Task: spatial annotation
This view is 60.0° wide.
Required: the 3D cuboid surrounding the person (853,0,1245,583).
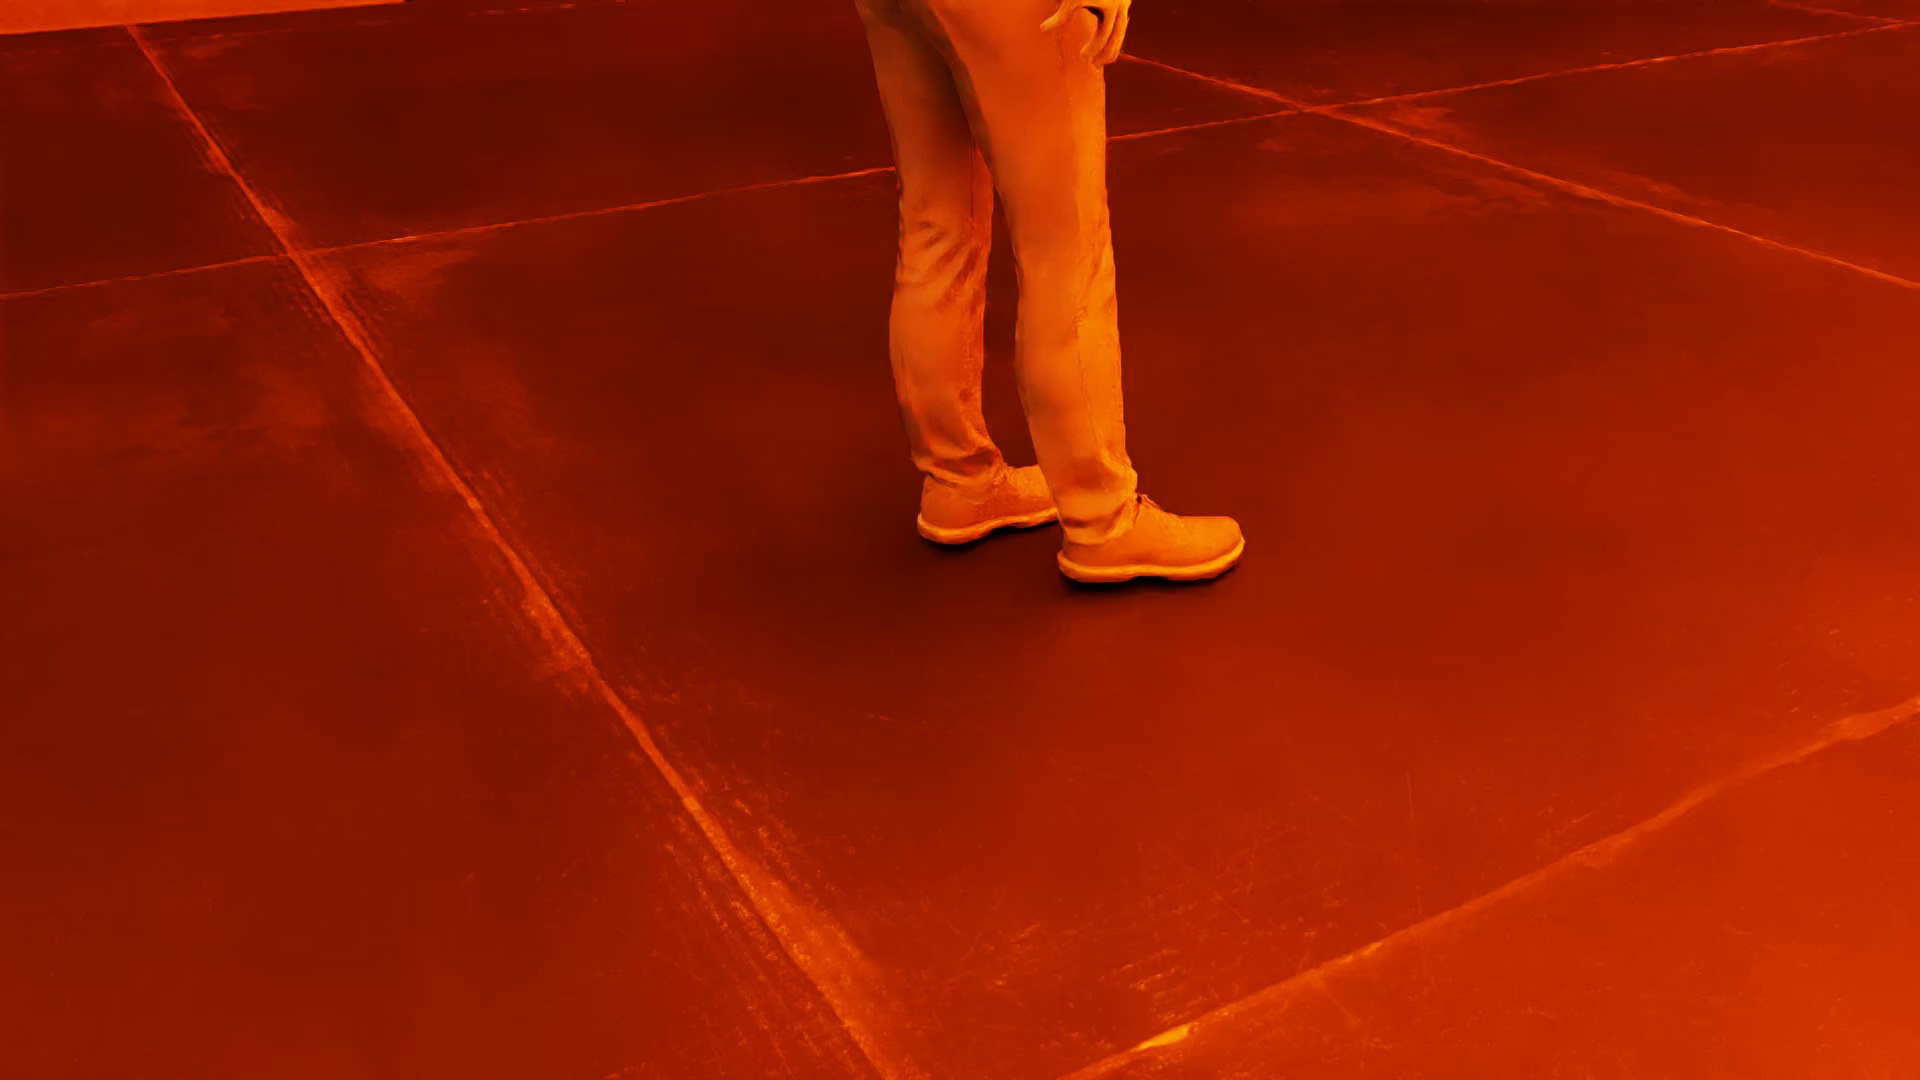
[{"bbox_3d":[0.062,-0.775,2.138,0.532,1.695,0.586,-15,30,-26],"label":"person"}]
